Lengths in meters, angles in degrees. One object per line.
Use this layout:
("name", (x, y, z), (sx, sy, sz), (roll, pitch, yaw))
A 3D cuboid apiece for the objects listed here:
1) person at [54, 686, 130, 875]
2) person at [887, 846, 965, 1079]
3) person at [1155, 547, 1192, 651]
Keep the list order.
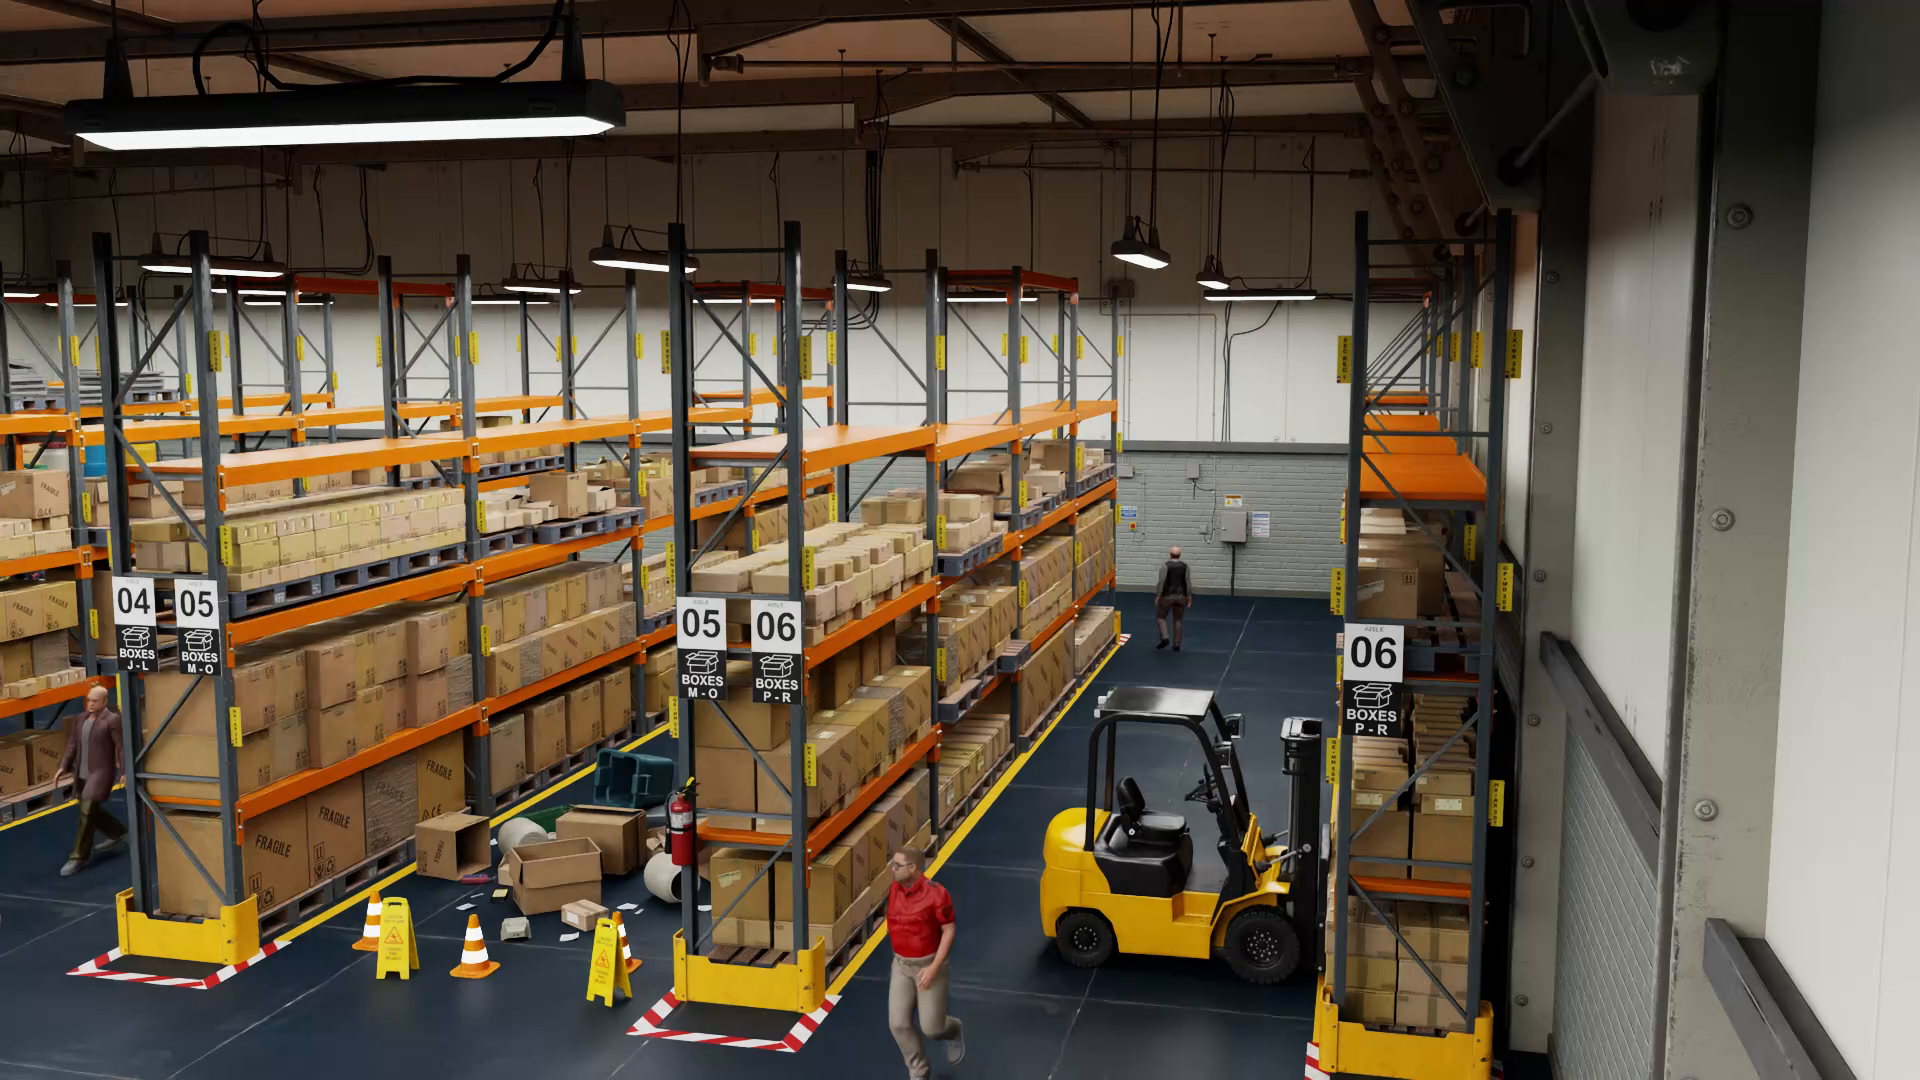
("person", (-8.516, 2.319, 16.355), (0.687, 1.769, 0.891), (2, 7, 18))
("person", (-0.252, 2.939, 11.508), (0.593, 1.702, 0.653), (5, 8, 33))
("person", (3.536, 0.976, 27.445), (0.610, 1.724, 0.454), (-1, 7, -12))
